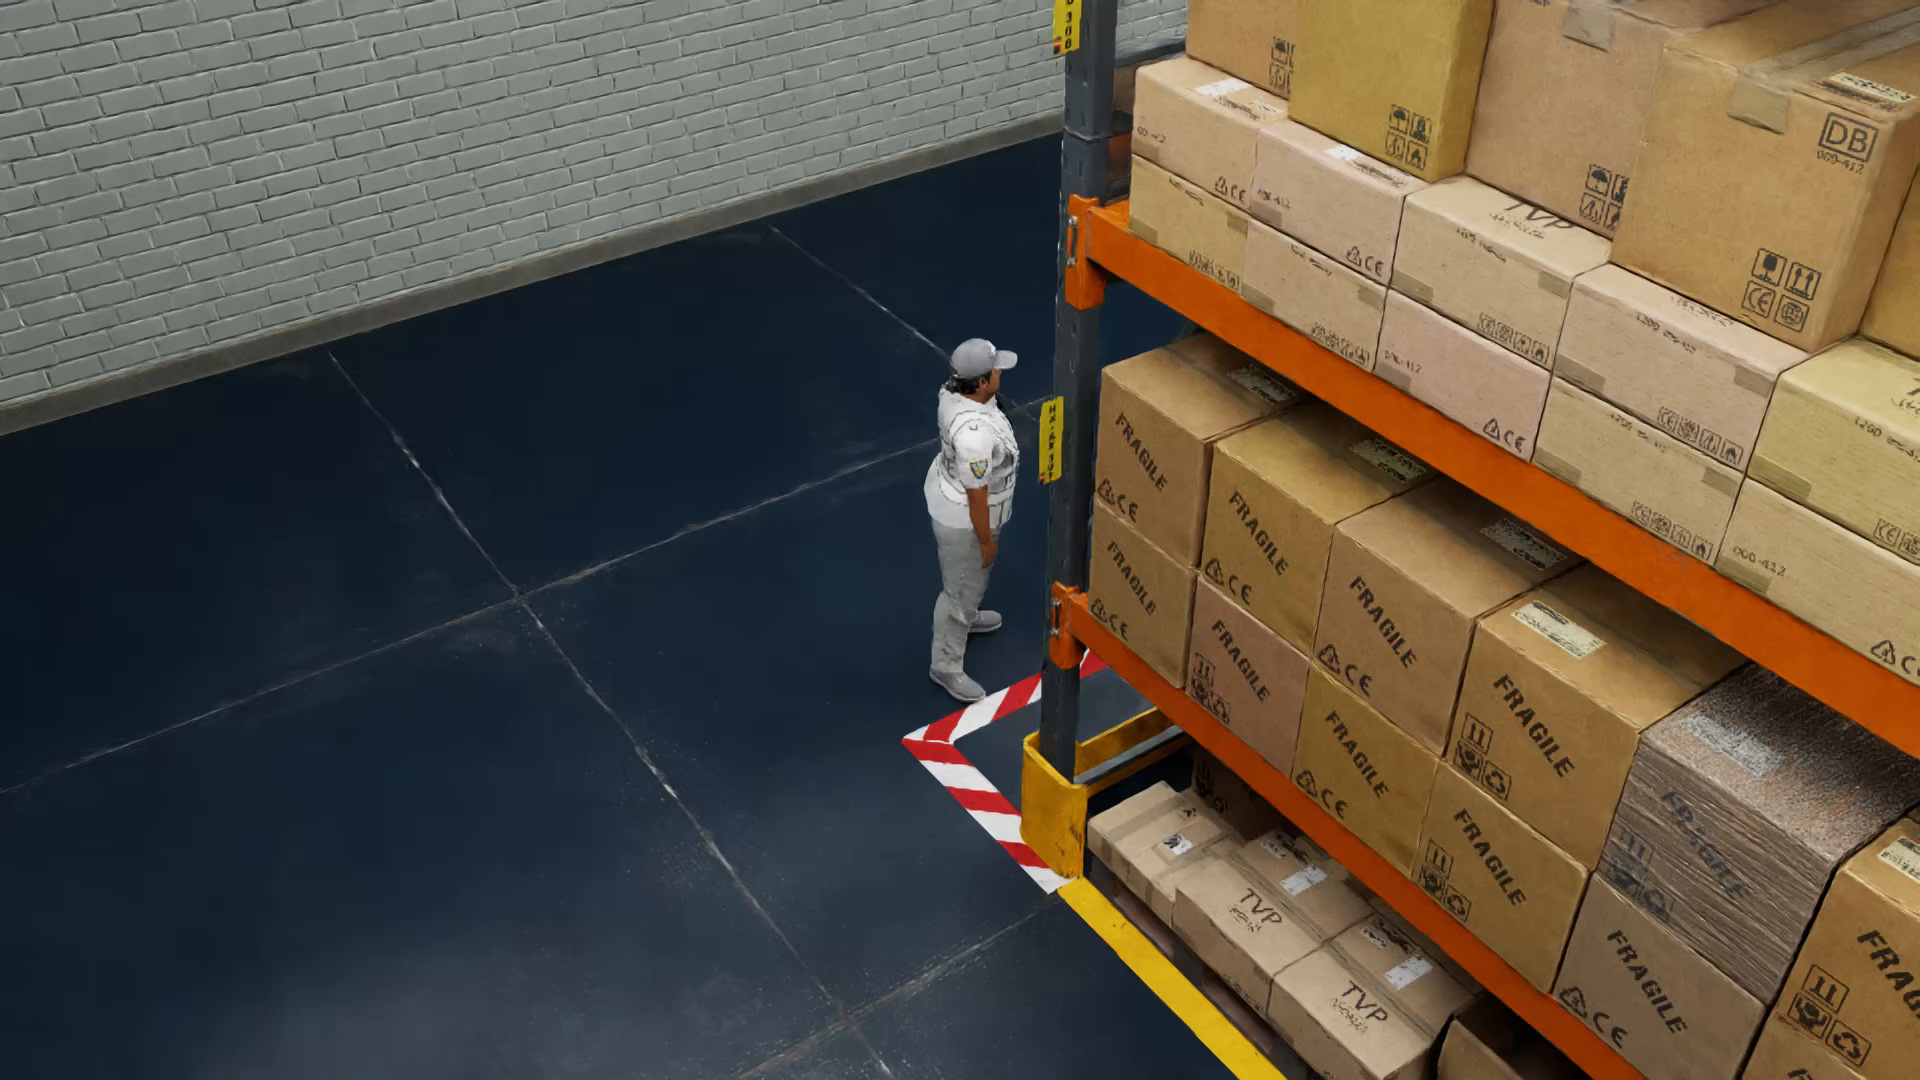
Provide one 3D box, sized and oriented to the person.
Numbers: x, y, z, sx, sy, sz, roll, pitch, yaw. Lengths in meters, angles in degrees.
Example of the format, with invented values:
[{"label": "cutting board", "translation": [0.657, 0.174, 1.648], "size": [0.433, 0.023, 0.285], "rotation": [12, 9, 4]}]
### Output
[{"label": "person", "translation": [0.043, -0.122, 7.129], "size": [0.393, 1.671, 0.608], "rotation": [-3, 37, -5]}]
